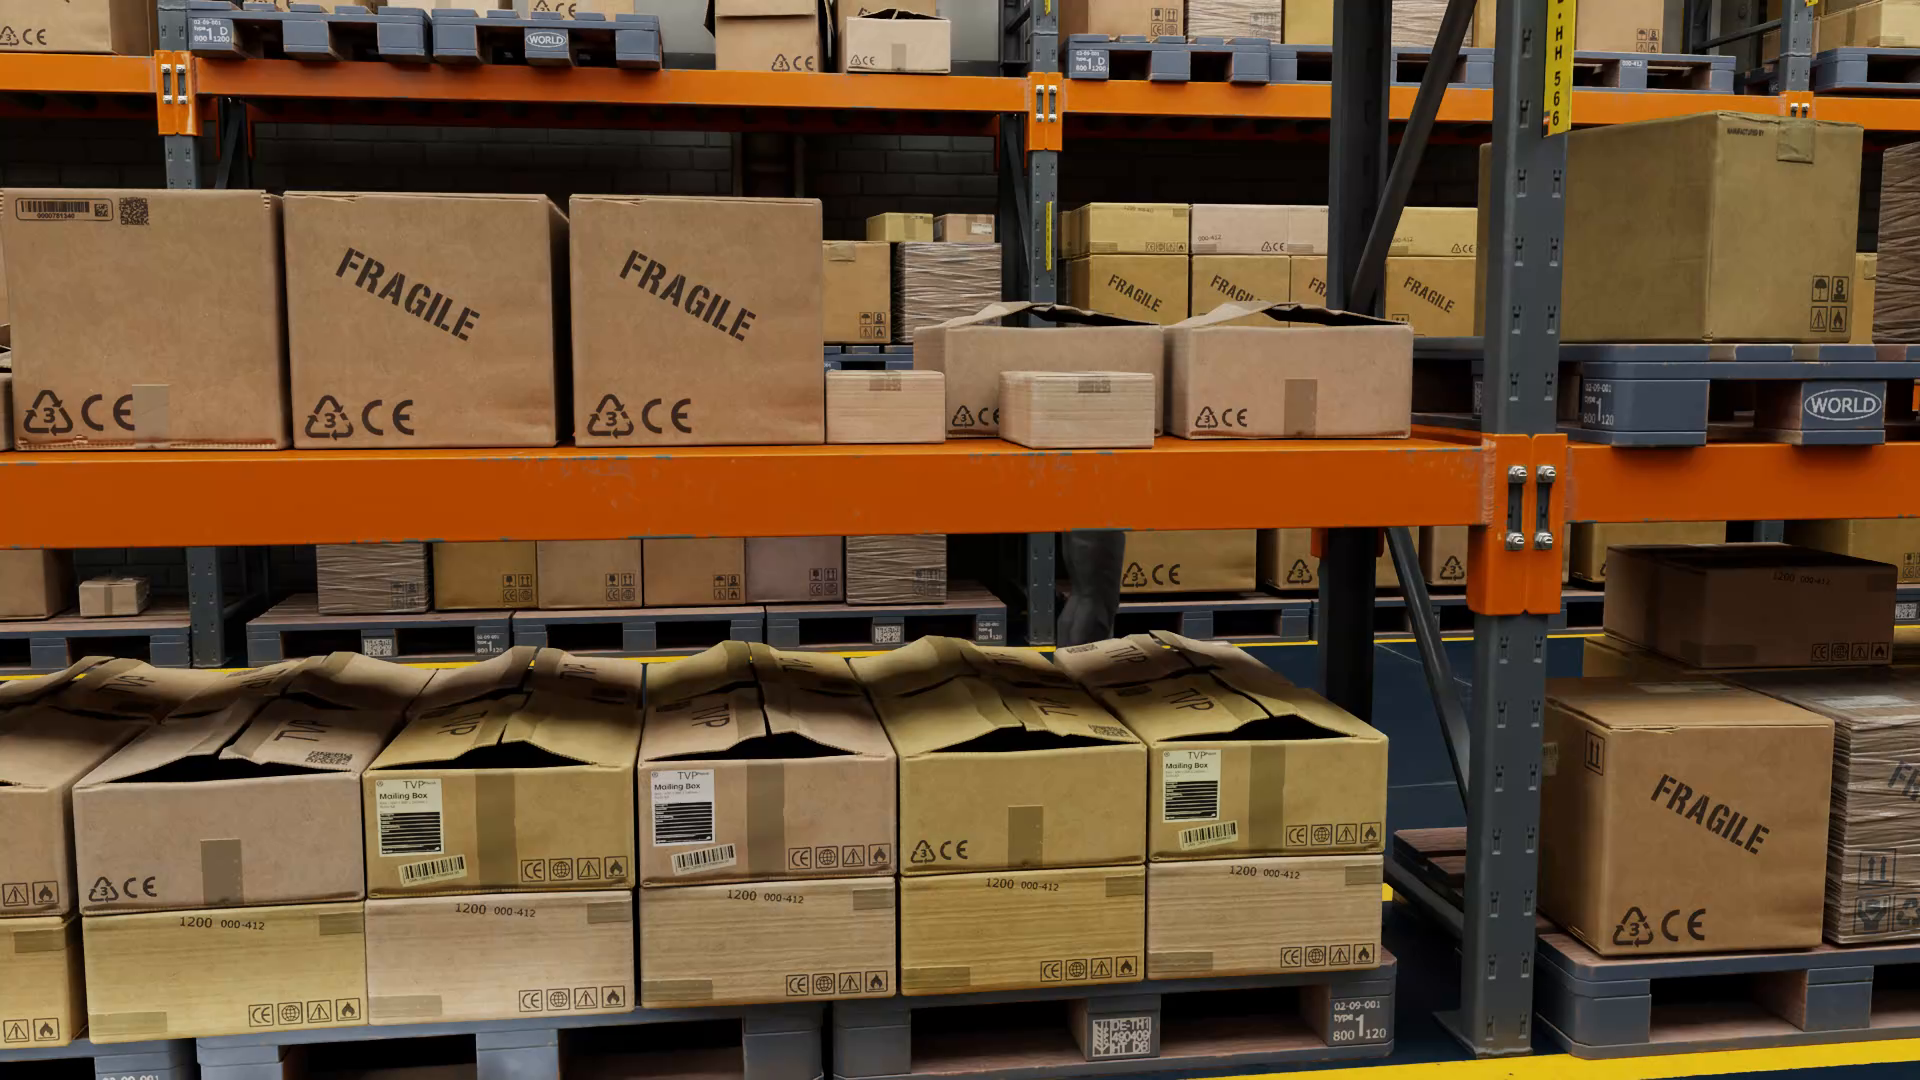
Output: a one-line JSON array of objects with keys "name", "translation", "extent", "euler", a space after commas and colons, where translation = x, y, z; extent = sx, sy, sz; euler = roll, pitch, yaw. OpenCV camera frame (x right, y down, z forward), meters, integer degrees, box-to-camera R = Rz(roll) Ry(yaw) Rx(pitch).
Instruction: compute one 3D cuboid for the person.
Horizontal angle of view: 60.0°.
[{"name": "person", "translation": [0.542, -0.116, 6.878], "extent": [0.302, 1.655, 0.436], "euler": [-1, 7, -7]}]
